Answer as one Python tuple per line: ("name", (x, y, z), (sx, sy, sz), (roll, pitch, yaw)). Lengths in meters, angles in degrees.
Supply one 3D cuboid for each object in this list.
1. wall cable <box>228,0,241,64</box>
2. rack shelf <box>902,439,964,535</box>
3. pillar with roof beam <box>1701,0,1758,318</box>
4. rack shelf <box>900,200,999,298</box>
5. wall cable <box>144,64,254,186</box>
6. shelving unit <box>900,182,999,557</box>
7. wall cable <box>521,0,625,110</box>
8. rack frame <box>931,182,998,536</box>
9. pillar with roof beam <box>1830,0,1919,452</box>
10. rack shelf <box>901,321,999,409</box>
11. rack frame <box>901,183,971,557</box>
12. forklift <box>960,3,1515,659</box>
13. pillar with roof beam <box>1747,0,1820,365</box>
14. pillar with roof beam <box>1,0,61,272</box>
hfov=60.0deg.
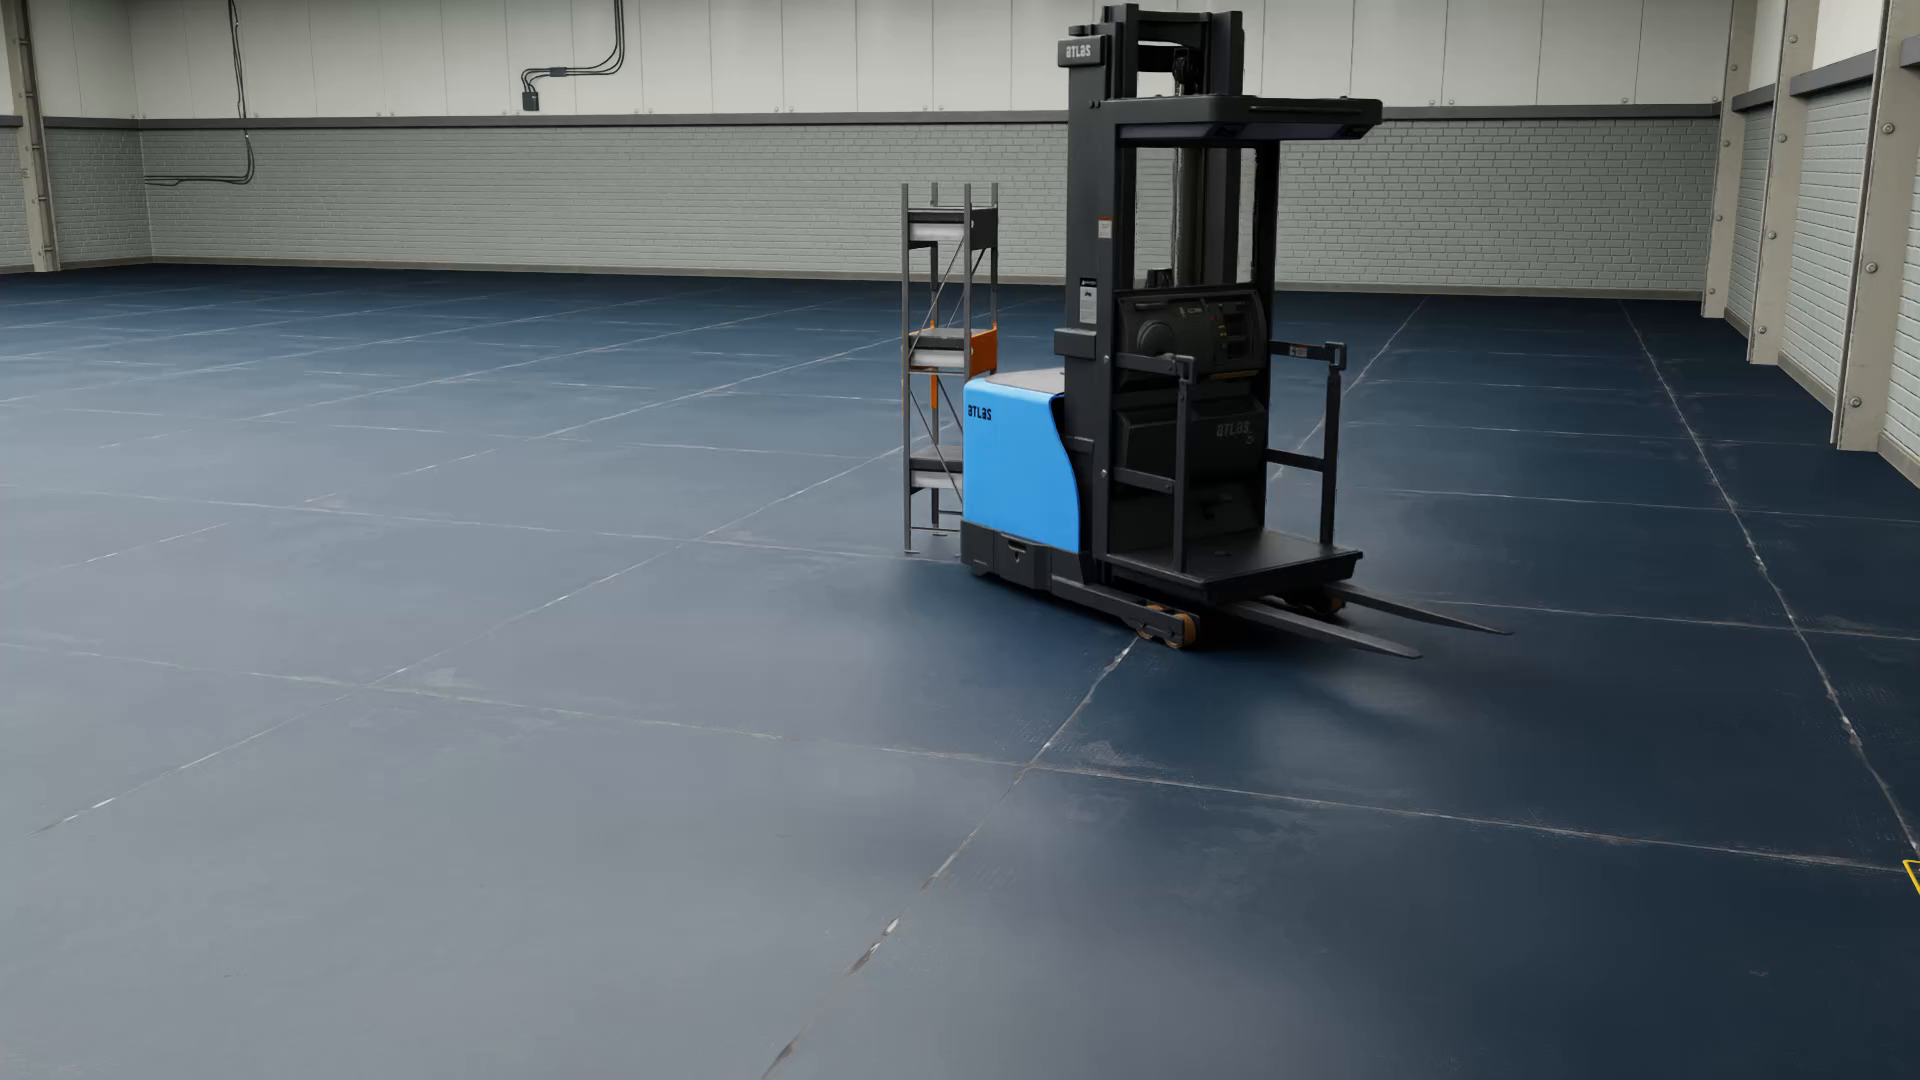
("wall cable", (-14.029, -11.202, 34.472), (3.097, 2.526, 0.112), (4, 14, 18))
("rack shelf", (-0.054, -0.293, 9.760), (0.431, 0.518, 0.480), (4, 14, 18))
("pillar with roof beam", (6.938, -7.965, 24.663), (9.100, 9.000, 0.400), (4, 14, 18))
("rack shelf", (-0.054, -1.658, 9.449), (0.431, 0.518, 0.480), (4, 14, 18))
("wall cable", (-16.589, -8.934, 35.887), (3.097, 2.526, 0.112), (4, 14, 18))
("shelving unit", (-0.054, -0.989, 9.602), (0.431, 2.100, 0.503), (4, 14, 18))
("wall cable", (-7.612, -11.419, 32.154), (2.305, 6.003, 0.169), (4, 14, 18))
("rack frame", (0.025, -1.040, 9.827), (0.400, 2.100, 0.015), (4, 14, 18))
("pillar with roof beam", (3.056, -5.439, 13.593), (9.100, 9.000, 0.400), (4, 14, 18))
("rack shelf", (-0.054, -0.976, 9.605), (0.431, 0.518, 0.480), (4, 14, 18))
("rack frame", (-0.133, -0.937, 9.376), (0.400, 2.100, 0.015), (4, 14, 18))
("forklift", (1.267, -1.043, 7.972), (1.130, 2.935, 3.031), (-9, 16, -35))
("pillar with roof beam", (4.997, -6.702, 19.128), (9.100, 9.000, 0.400), (4, 14, 18))
("pillar with roof beam", (-14.720, -9.613, 31.883), (9.100, 9.000, 0.400), (4, 14, 18))
